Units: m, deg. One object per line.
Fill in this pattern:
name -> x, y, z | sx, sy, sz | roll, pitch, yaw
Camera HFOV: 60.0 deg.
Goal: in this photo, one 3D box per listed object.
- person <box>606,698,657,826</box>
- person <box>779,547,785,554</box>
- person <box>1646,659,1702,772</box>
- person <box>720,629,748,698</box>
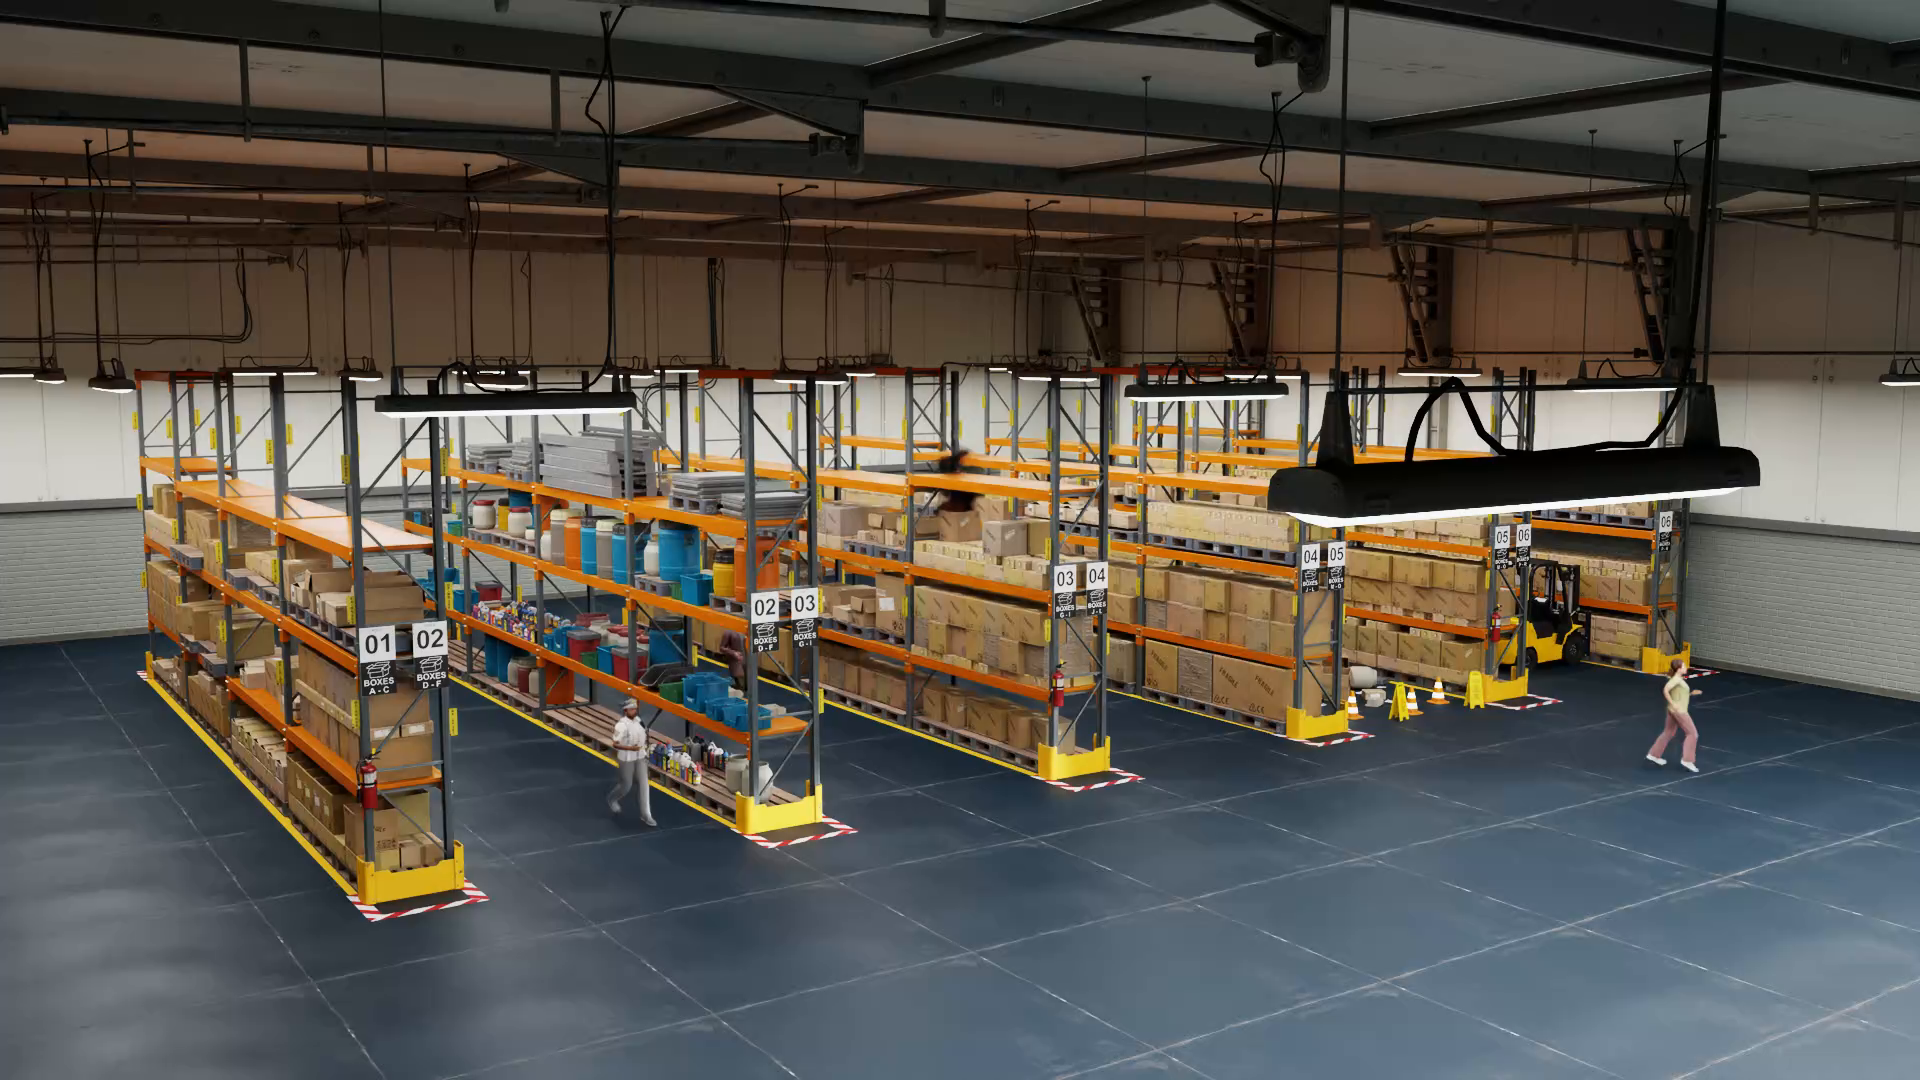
person -> -4.431, 2.957, 22.391 | 0.920, 1.699, 0.581 | 6, 9, 41
person -> -4.388, 0.993, 39.607 | 0.759, 1.712, 0.939 | 1, 7, 9
person -> 10.851, 2.652, 25.241 | 0.752, 1.723, 0.549 | 1, 7, 10
person -> -3.887, 2.163, 29.311 | 0.705, 1.727, 0.660 | -6, 9, -44
